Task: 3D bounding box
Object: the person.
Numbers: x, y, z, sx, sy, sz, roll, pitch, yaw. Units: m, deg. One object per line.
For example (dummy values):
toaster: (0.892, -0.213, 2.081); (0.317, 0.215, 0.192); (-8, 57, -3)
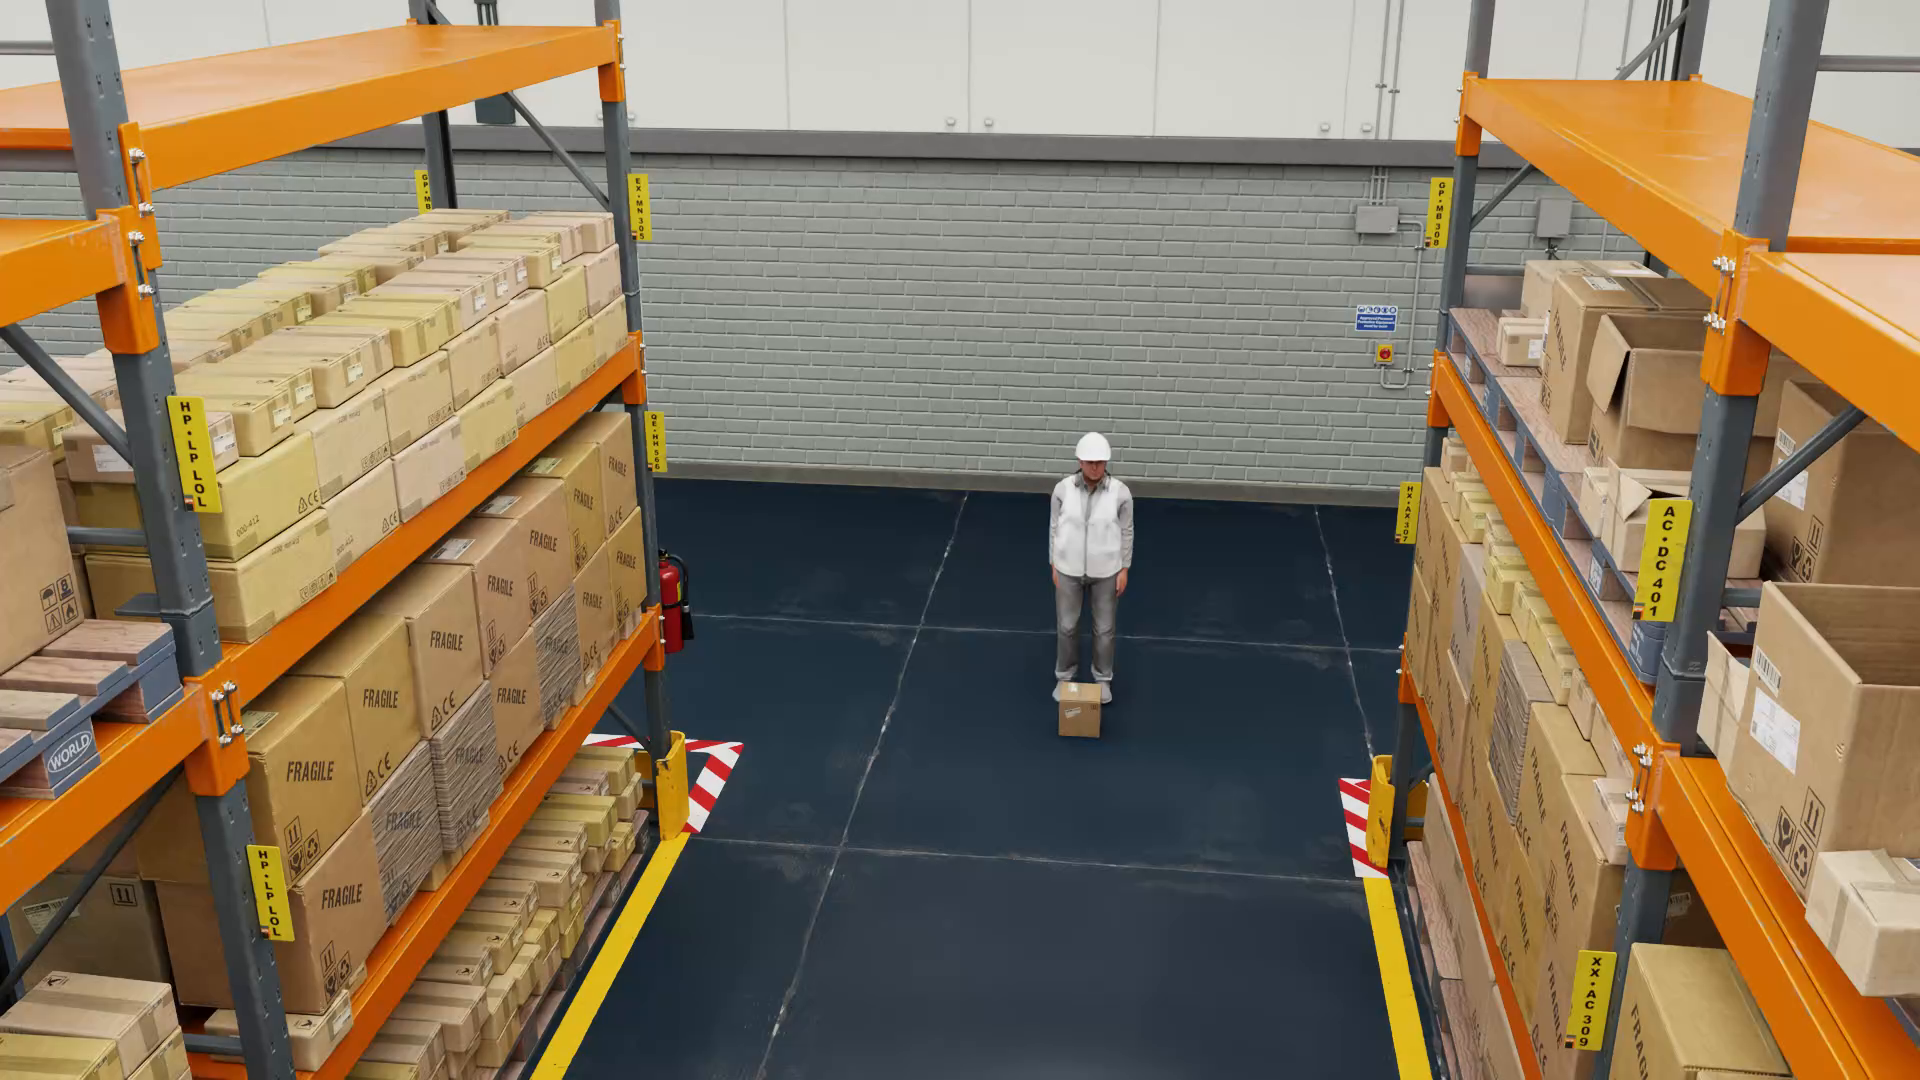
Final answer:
person: (0.826, 0.198, 10.574); (0.534, 1.808, 0.356); (3, 21, 7)
